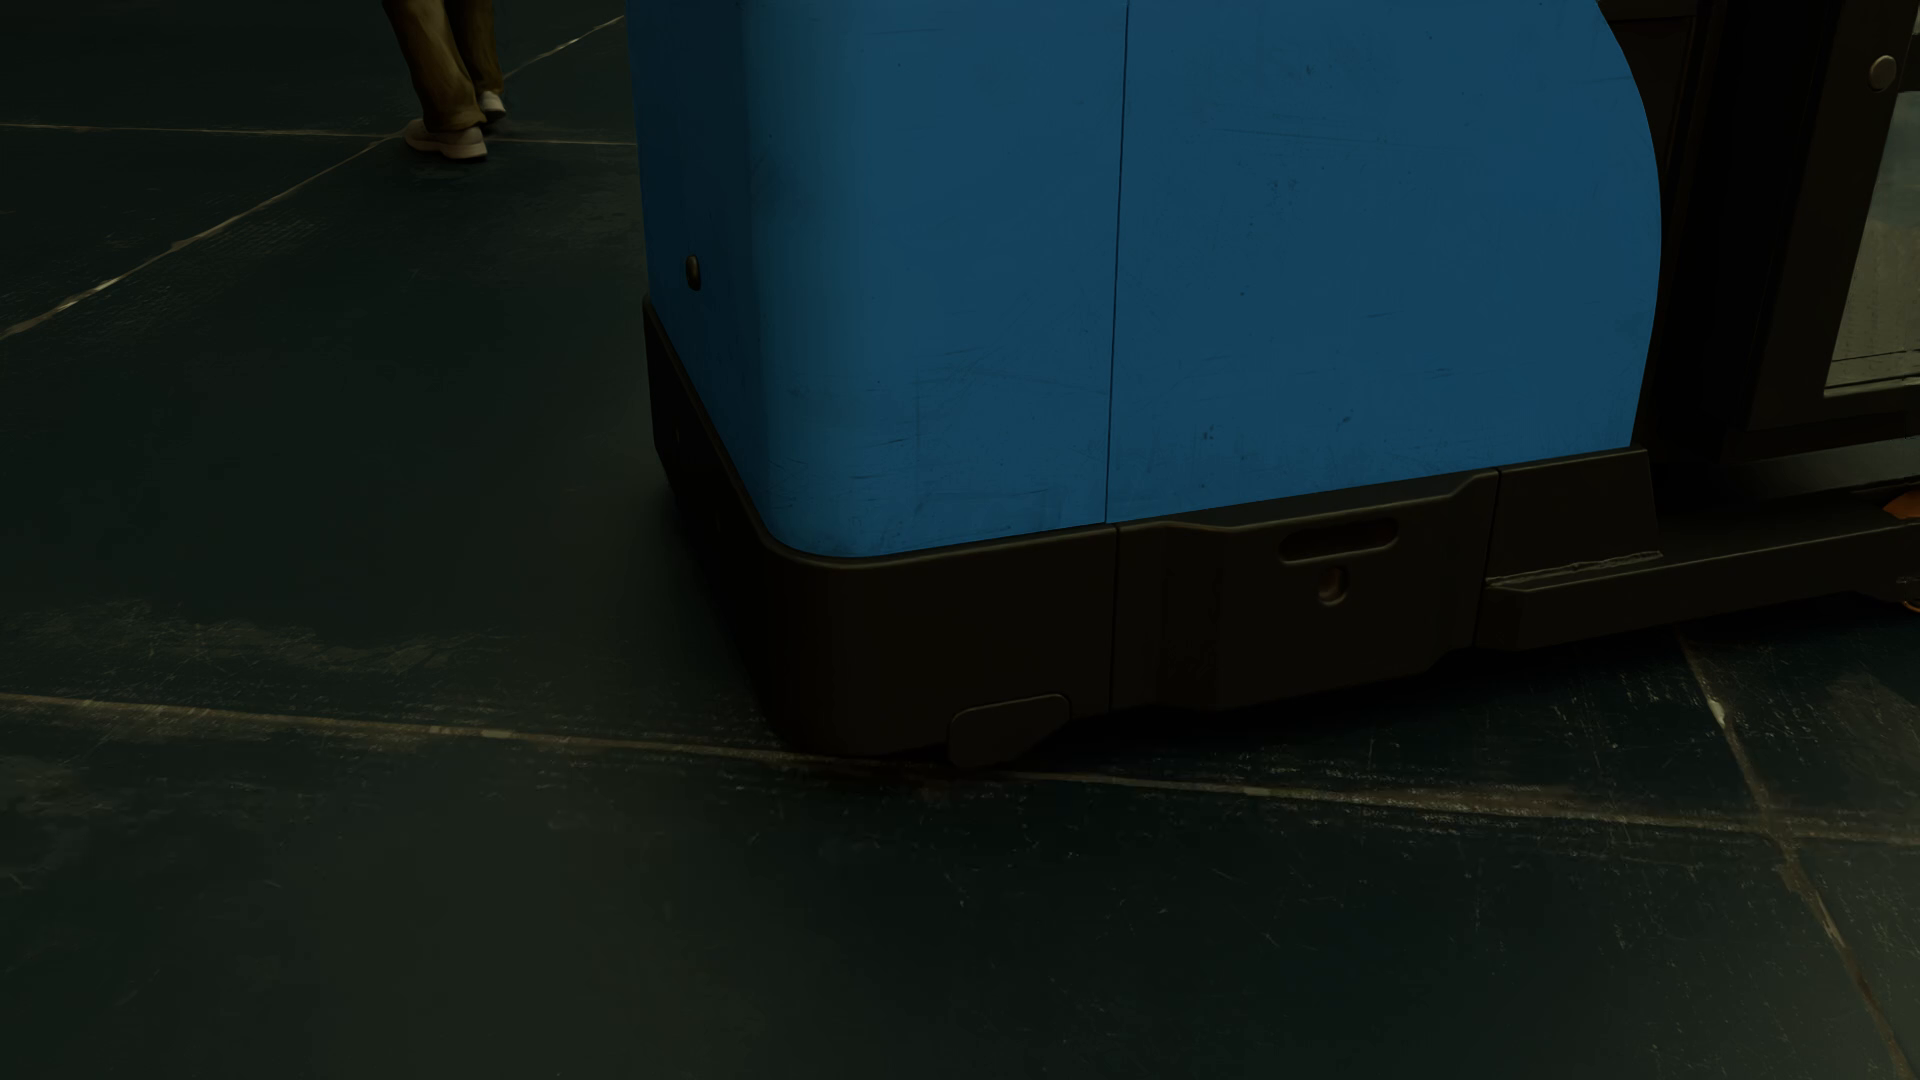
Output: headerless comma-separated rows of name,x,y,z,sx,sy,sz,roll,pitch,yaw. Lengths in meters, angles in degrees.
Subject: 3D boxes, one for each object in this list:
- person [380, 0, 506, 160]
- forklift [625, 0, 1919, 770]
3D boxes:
person,-1.469,-1.925,4.461,1.025,1.808,0.640,-19,32,-34
forklift,1.089,-1.426,2.075,3.031,2.935,1.130,-8,28,-16
